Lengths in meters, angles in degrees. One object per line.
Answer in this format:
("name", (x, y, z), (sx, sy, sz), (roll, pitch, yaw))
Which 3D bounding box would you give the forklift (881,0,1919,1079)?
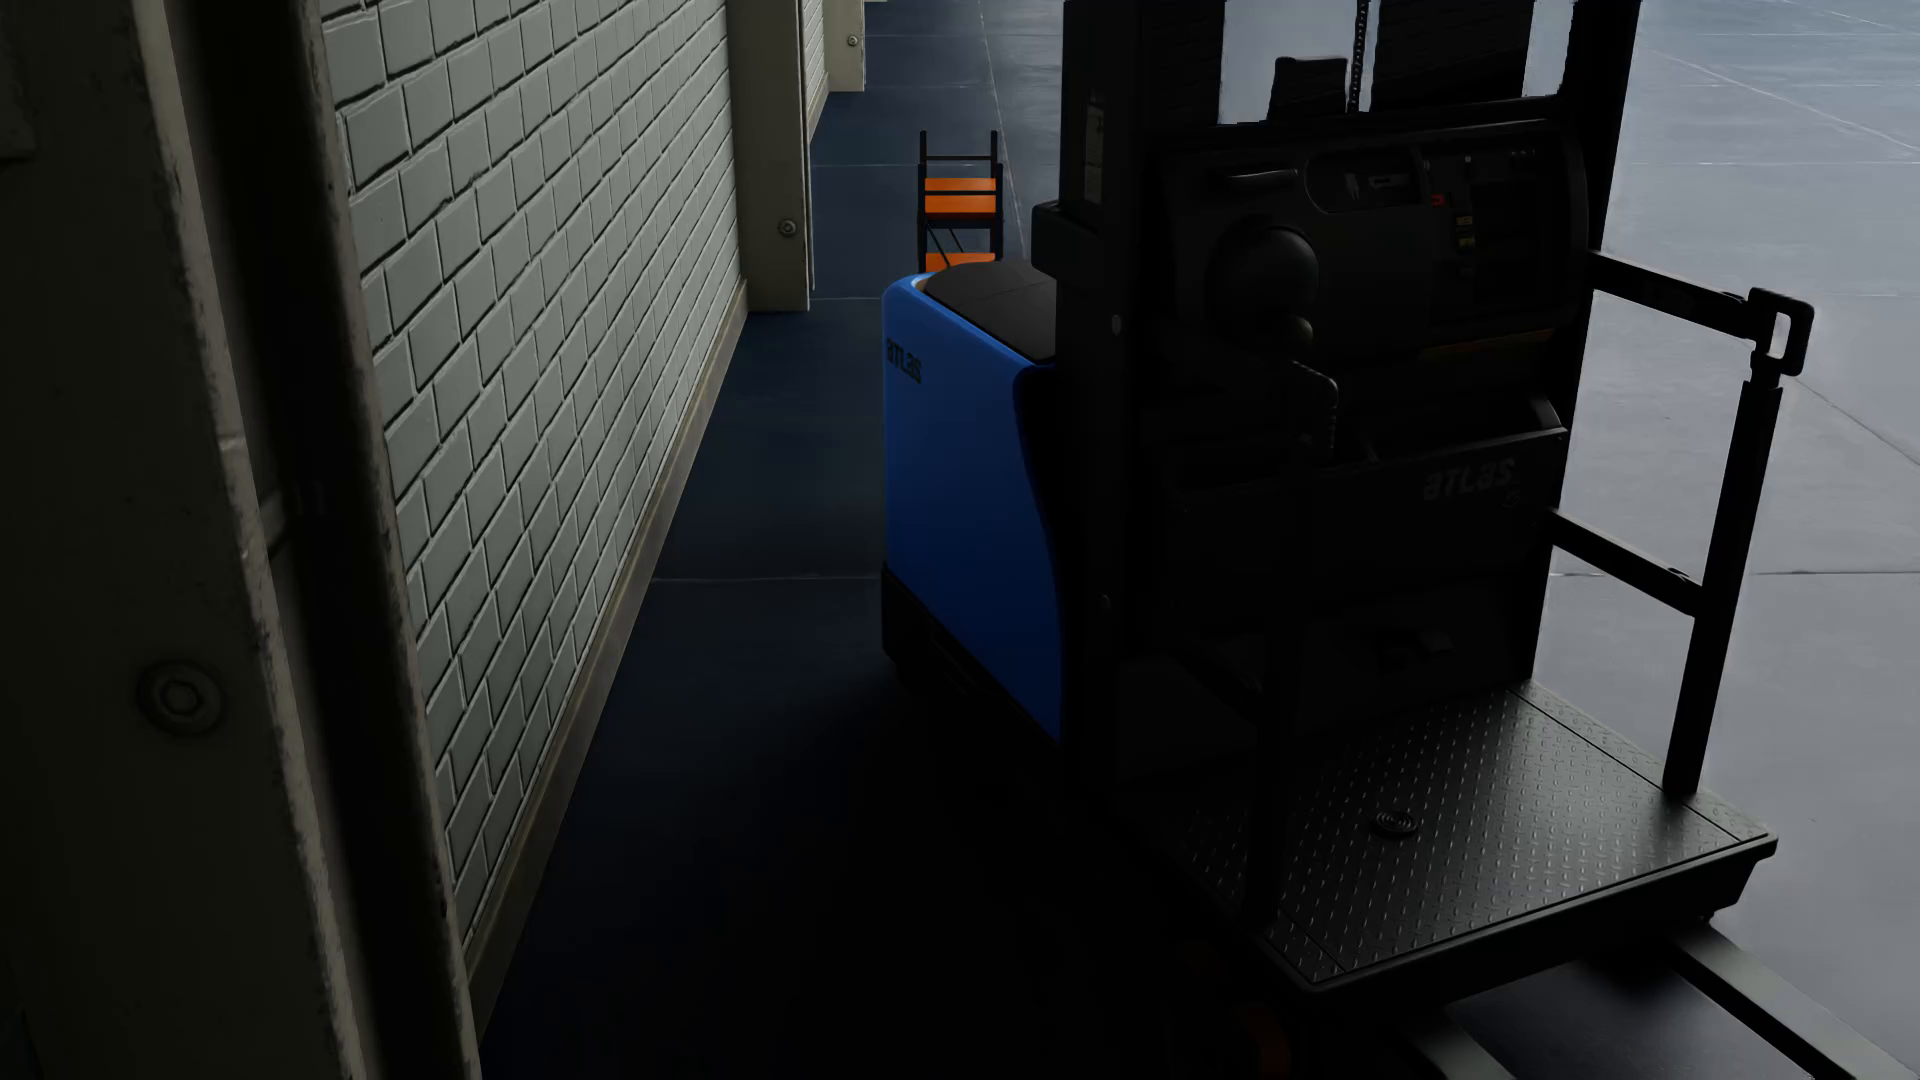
("forklift", (0.865, -0.533, 2.872), (1.130, 2.935, 3.031), (-11, 26, -22))

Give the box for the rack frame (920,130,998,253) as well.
("rack frame", (-0.004, -0.715, 5.376), (0.240, 1.200, 0.015), (0, 24, -1))

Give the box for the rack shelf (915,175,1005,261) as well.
("rack shelf", (-0.002, -0.973, 4.992), (0.258, 0.148, 0.480), (0, 24, -1))

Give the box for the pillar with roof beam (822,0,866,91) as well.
("pillar with roof beam", (3.395, -7.713, 11.383), (9.100, 9.000, 0.400), (0, 24, -1))

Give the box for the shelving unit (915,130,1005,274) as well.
("shelving unit", (-0.002, -0.615, 5.154), (0.258, 1.200, 0.503), (0, 24, -1))

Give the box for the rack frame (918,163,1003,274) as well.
("rack frame", (0.001, -0.514, 4.931), (0.240, 1.200, 0.015), (0, 24, -1))

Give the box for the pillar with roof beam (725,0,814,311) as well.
("pillar with roof beam", (3.460, -5.240, 5.916), (9.100, 9.000, 0.400), (0, 24, -1))

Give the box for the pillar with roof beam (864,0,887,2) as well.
("pillar with roof beam", (3.329, -10.185, 16.849), (9.100, 9.000, 0.400), (0, 24, -1))

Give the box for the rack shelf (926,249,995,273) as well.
("rack shelf", (-0.002, -0.757, 5.089), (0.258, 0.148, 0.480), (0, 24, -1))
